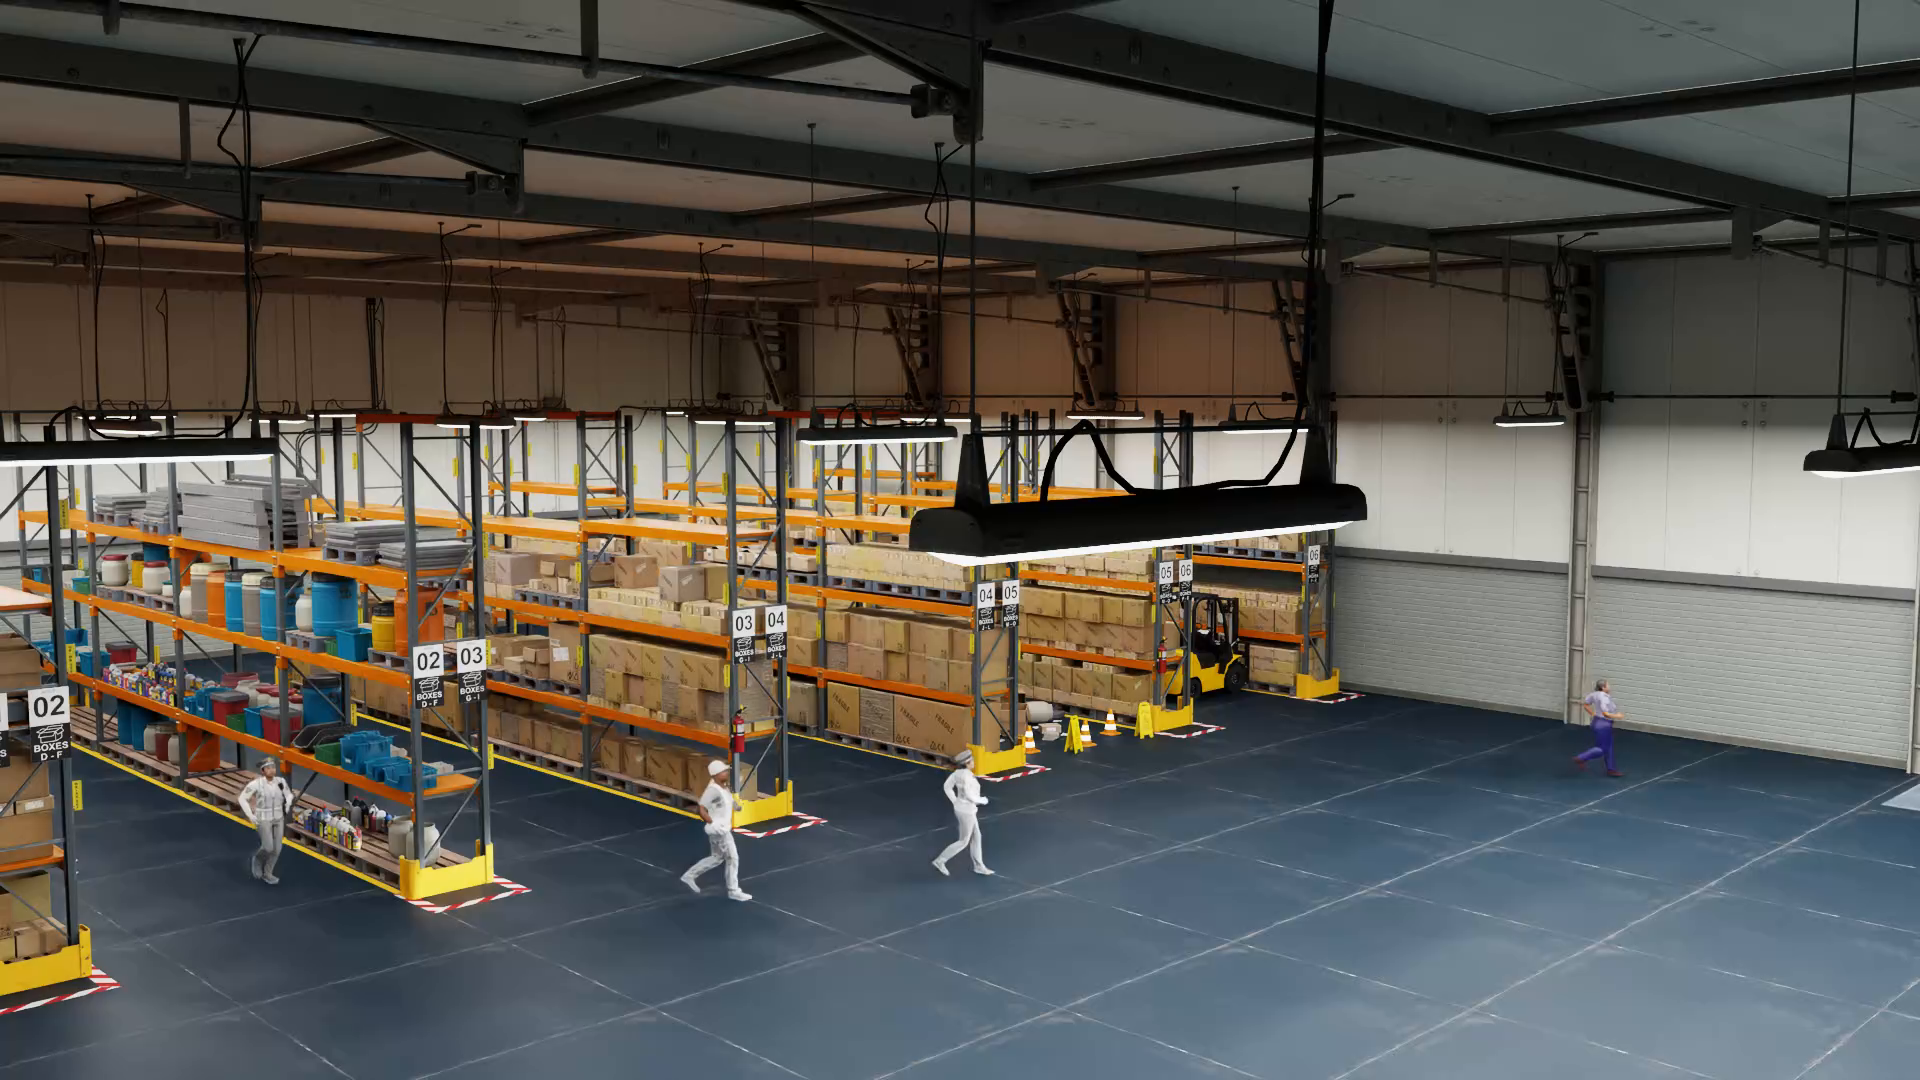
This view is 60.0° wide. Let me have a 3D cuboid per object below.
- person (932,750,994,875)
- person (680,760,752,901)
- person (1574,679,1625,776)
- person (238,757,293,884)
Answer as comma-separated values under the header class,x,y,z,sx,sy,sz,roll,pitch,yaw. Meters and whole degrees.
class,x,y,z,sx,sy,sz,roll,pitch,yaw
person,0.045,3.599,21.803,0.865,1.699,0.614,-1,5,-16
person,-3.062,3.637,20.835,0.892,1.788,0.670,-1,5,-8
person,10.620,3.128,27.581,0.891,1.633,0.609,0,5,1
person,-8.912,3.629,21.512,0.485,1.669,0.662,5,7,44
